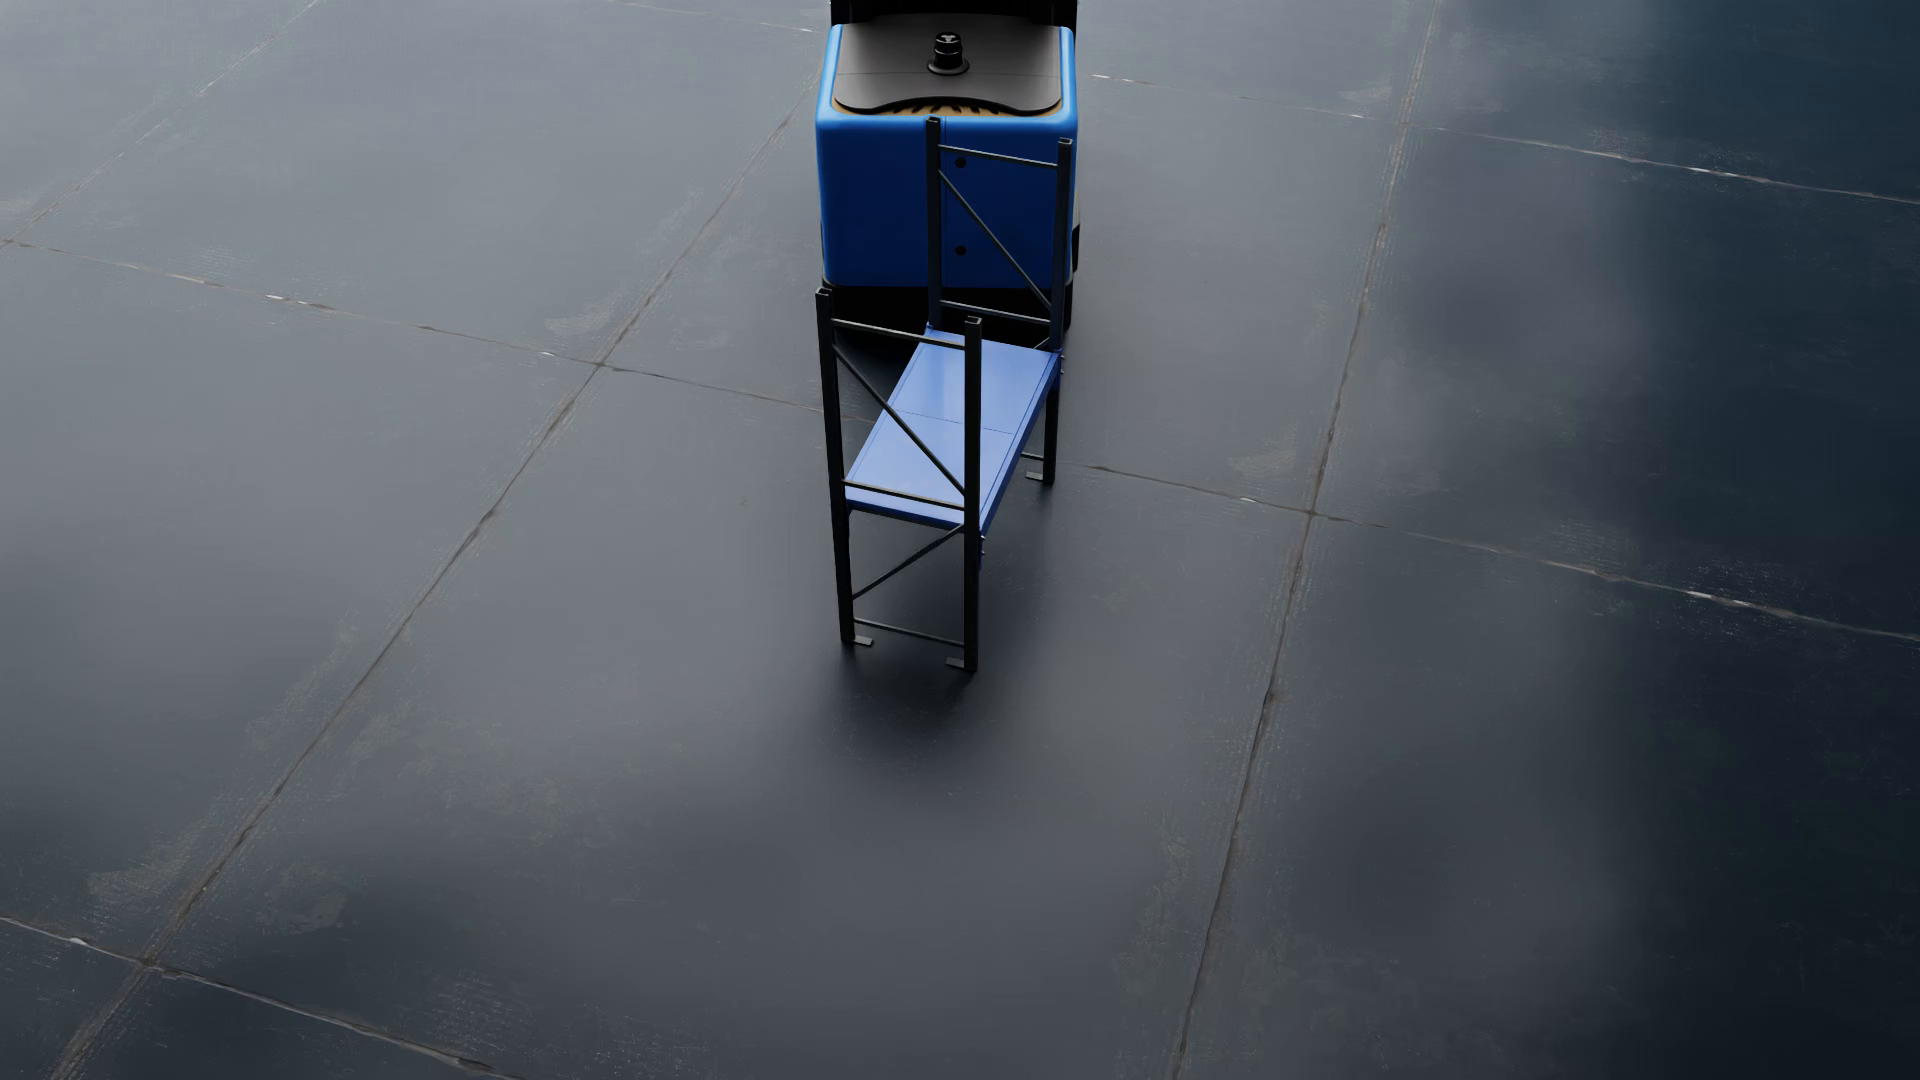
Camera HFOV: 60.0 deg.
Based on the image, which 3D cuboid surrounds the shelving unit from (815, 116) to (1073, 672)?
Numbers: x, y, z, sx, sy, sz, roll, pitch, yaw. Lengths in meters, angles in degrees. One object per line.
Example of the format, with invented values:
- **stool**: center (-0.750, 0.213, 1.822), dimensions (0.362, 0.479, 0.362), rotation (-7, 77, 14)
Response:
- **shelving unit**: center (-0.026, -0.479, 5.667), dimensions (0.538, 1.500, 1.048), rotation (13, 46, 12)

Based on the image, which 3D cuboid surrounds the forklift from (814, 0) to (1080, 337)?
- **forklift**: center (-0.021, -2.917, 7.135), dimensions (1.130, 2.935, 3.031), rotation (1, 44, 1)

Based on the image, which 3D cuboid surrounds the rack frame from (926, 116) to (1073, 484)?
- **rack frame**: center (0.128, -0.818, 6.014), dimensions (0.500, 1.500, 0.032), rotation (13, 46, 12)

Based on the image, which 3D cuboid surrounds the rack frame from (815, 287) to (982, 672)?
- **rack frame**: center (-0.180, -0.140, 5.321), dimensions (0.500, 1.500, 0.032), rotation (13, 46, 12)

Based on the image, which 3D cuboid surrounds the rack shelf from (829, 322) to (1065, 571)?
- **rack shelf**: center (-0.026, -0.351, 5.793), dimensions (0.538, 0.185, 1.000), rotation (13, 46, 12)
